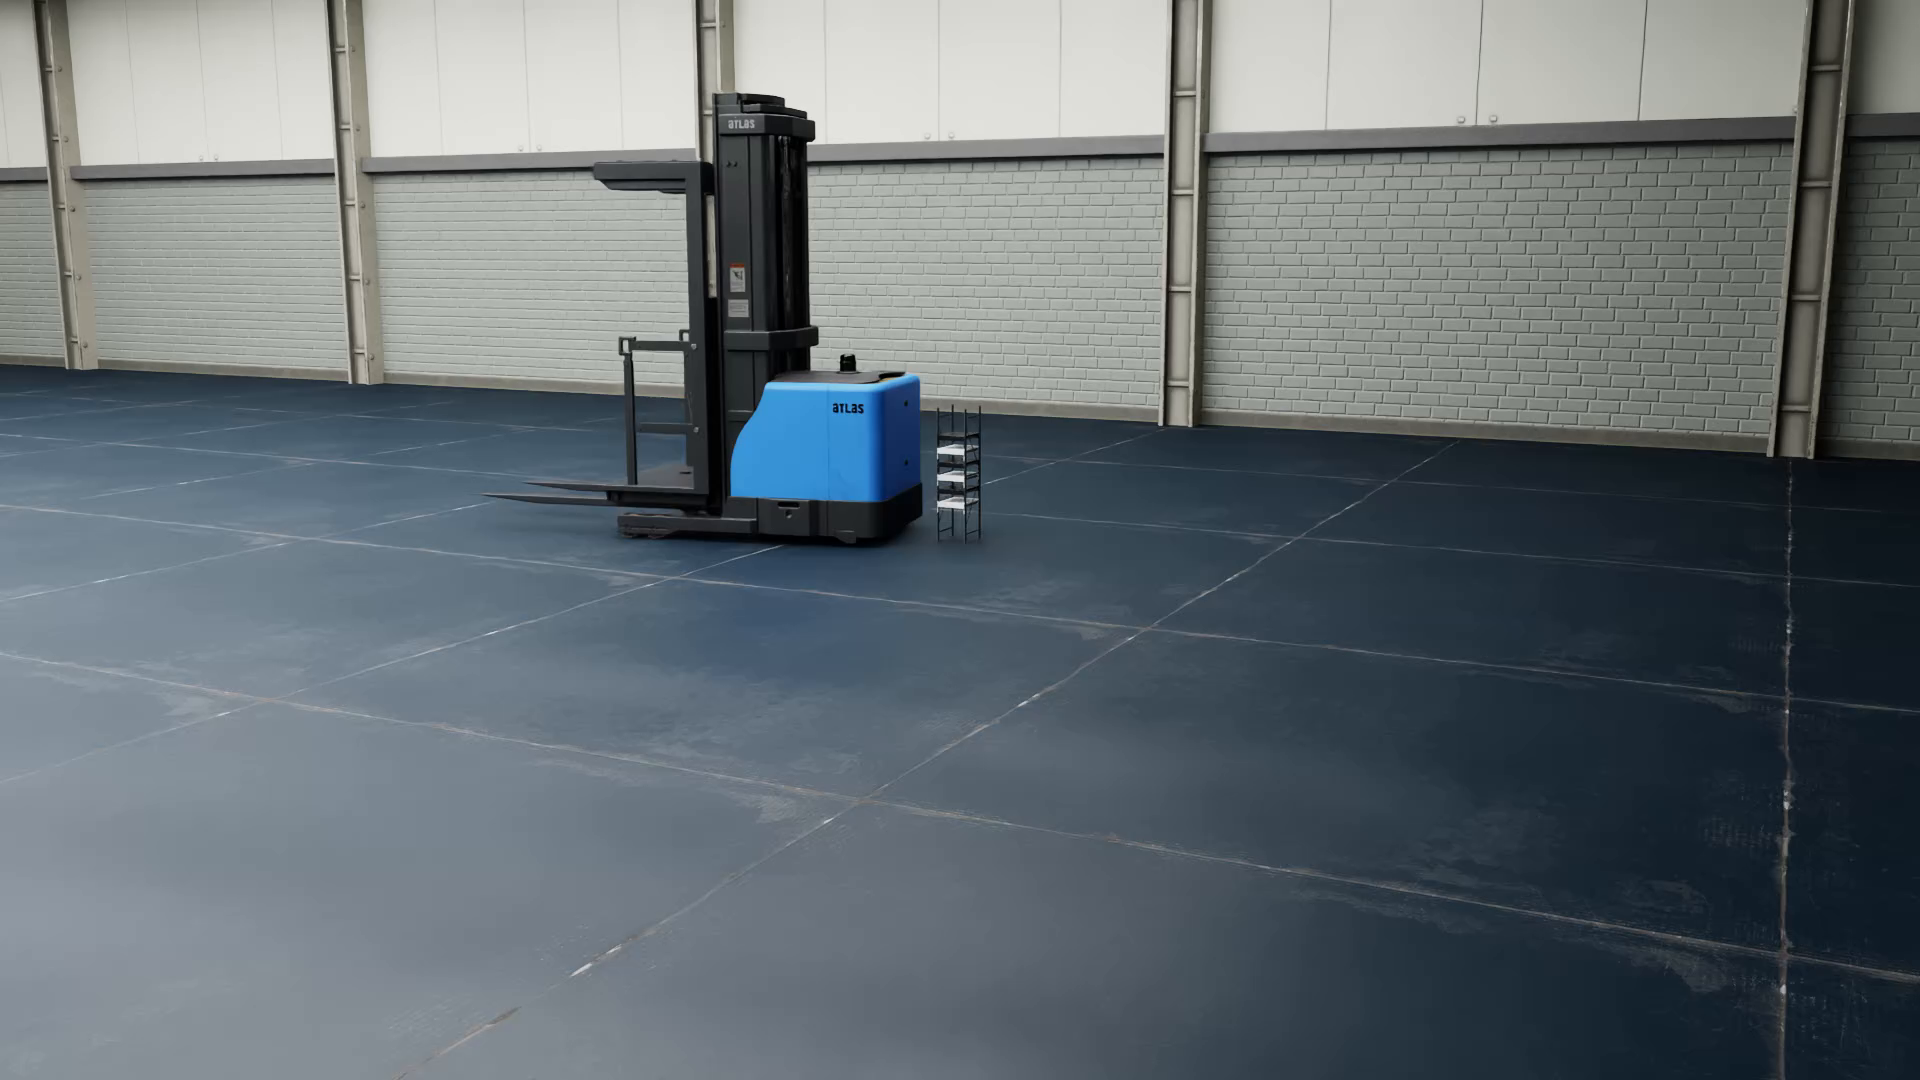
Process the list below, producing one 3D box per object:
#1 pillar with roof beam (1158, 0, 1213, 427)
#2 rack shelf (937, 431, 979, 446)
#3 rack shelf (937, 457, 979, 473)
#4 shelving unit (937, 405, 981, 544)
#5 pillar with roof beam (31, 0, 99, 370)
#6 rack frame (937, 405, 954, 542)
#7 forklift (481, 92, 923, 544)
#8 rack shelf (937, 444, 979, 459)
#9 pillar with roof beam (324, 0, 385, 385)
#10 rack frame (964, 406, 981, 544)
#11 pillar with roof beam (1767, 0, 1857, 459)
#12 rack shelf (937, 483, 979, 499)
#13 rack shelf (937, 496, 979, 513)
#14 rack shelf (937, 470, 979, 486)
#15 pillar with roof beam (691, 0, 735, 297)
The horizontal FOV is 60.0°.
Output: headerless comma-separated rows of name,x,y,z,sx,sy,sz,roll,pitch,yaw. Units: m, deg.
pillar with roof beam,0.503,-5.003,13.604,0.400,9.000,9.100,5,11,26
rack shelf,-0.007,-0.676,11.111,0.200,0.077,0.258,5,11,26
rack shelf,-0.007,-0.499,11.144,0.200,0.077,0.258,5,11,26
shelving unit,-0.007,-0.443,11.154,0.210,0.900,0.258,5,11,26
pillar with roof beam,-15.639,-6.421,21.442,0.400,9.000,9.100,5,11,26
rack frame,-0.098,-0.451,11.198,0.006,0.900,0.240,5,11,26
forklift,-1.840,-1.536,11.487,3.031,2.935,1.130,3,11,14
rack shelf,-0.007,-0.588,11.127,0.200,0.077,0.258,5,11,26
pillar with roof beam,-10.259,-5.948,18.829,0.400,9.000,9.100,5,11,26
rack frame,0.084,-0.435,11.109,0.006,0.900,0.240,5,11,26
pillar with roof beam,5.883,-4.530,10.992,0.400,9.000,9.100,5,11,26
rack shelf,-0.007,-0.322,11.176,0.200,0.077,0.258,5,11,26
rack shelf,-0.007,-0.234,11.192,0.200,0.077,0.258,5,11,26
rack shelf,-0.007,-0.411,11.160,0.200,0.077,0.258,5,11,26
pillar with roof beam,-4.878,-5.476,16.217,0.400,9.000,9.100,5,11,26
